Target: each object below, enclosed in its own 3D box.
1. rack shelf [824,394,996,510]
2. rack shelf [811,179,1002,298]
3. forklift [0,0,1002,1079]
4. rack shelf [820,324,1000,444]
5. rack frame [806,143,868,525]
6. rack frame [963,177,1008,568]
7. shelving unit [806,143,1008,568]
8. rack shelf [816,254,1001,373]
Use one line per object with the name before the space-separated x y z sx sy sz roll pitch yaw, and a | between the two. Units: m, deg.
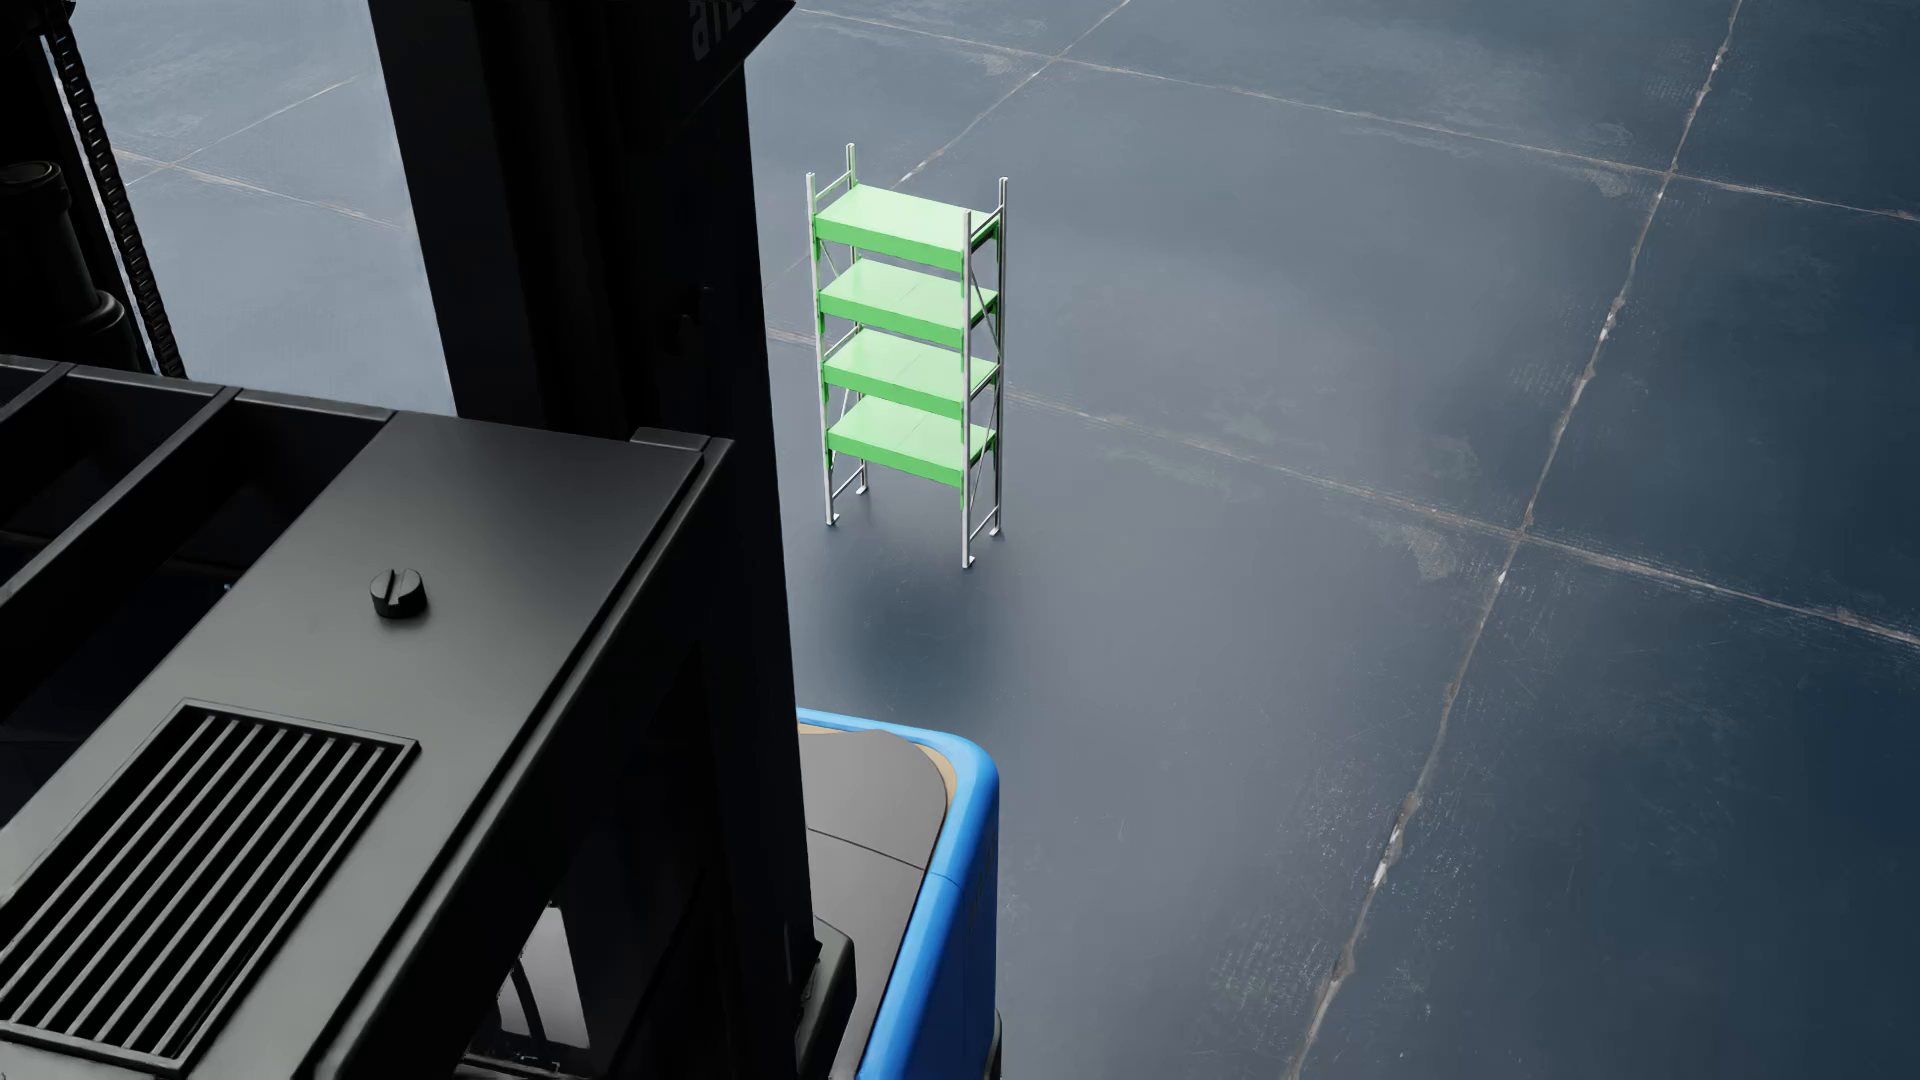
rack shelf | -0.147 -0.282 5.132 0.480 0.148 0.258 17 41 21
rack shelf | -0.147 -0.855 4.696 0.480 0.148 0.258 17 41 21
forklift | -0.764 0.844 1.714 1.130 2.935 3.031 8 38 11
rack shelf | -0.147 -0.473 4.987 0.480 0.148 0.258 17 41 21
rack frame | -0.364 -0.592 5.037 0.015 1.200 0.240 17 41 21
rack frame | 0.070 -0.456 4.858 0.015 1.200 0.240 17 41 21
shelving unit | -0.147 -0.524 4.948 0.503 1.200 0.258 17 41 21
rack shelf | -0.147 -0.664 4.841 0.480 0.148 0.258 17 41 21
